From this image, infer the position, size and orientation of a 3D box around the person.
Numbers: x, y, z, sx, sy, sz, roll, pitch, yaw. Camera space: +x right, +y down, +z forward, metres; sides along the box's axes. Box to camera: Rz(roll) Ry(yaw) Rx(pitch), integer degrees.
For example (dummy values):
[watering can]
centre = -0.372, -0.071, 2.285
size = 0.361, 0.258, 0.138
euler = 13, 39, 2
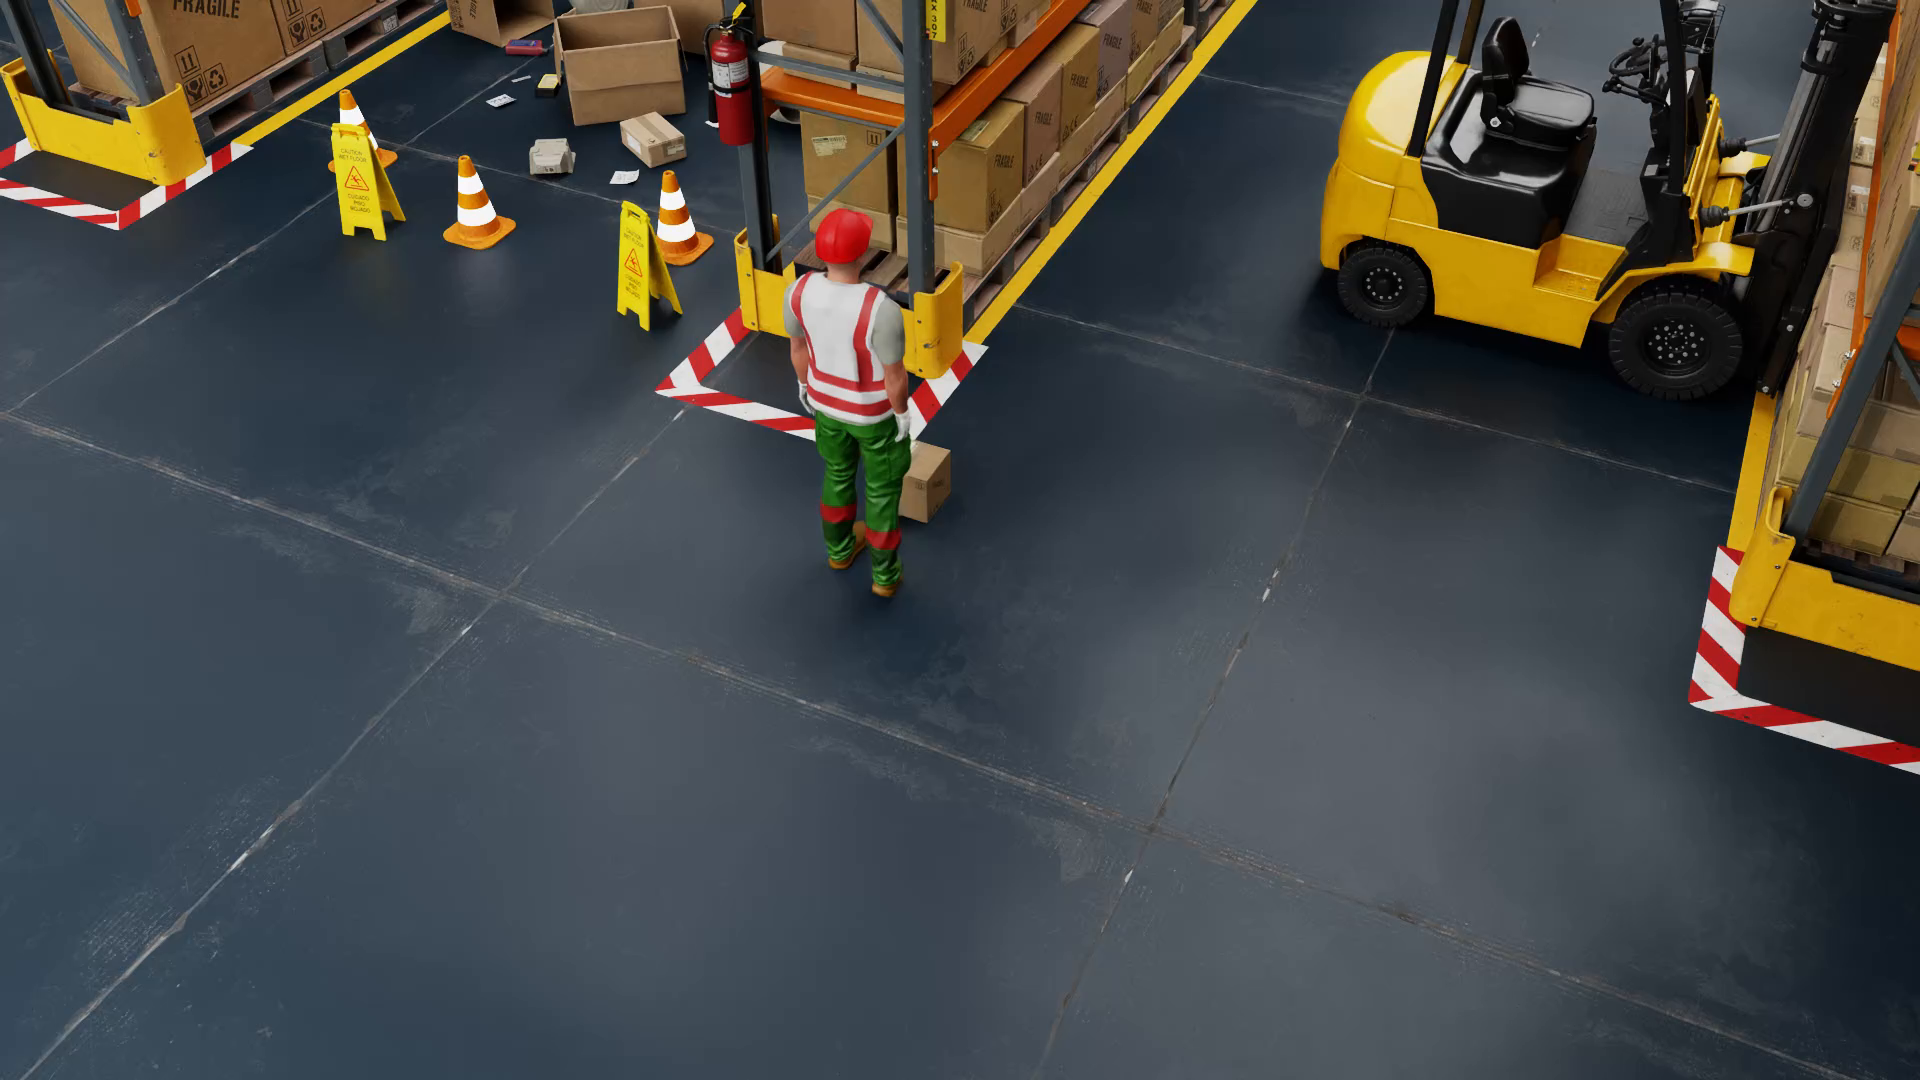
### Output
[person]
centre = -0.424, -0.552, 6.804
size = 0.530, 1.843, 0.384
euler = 18, 45, 19
